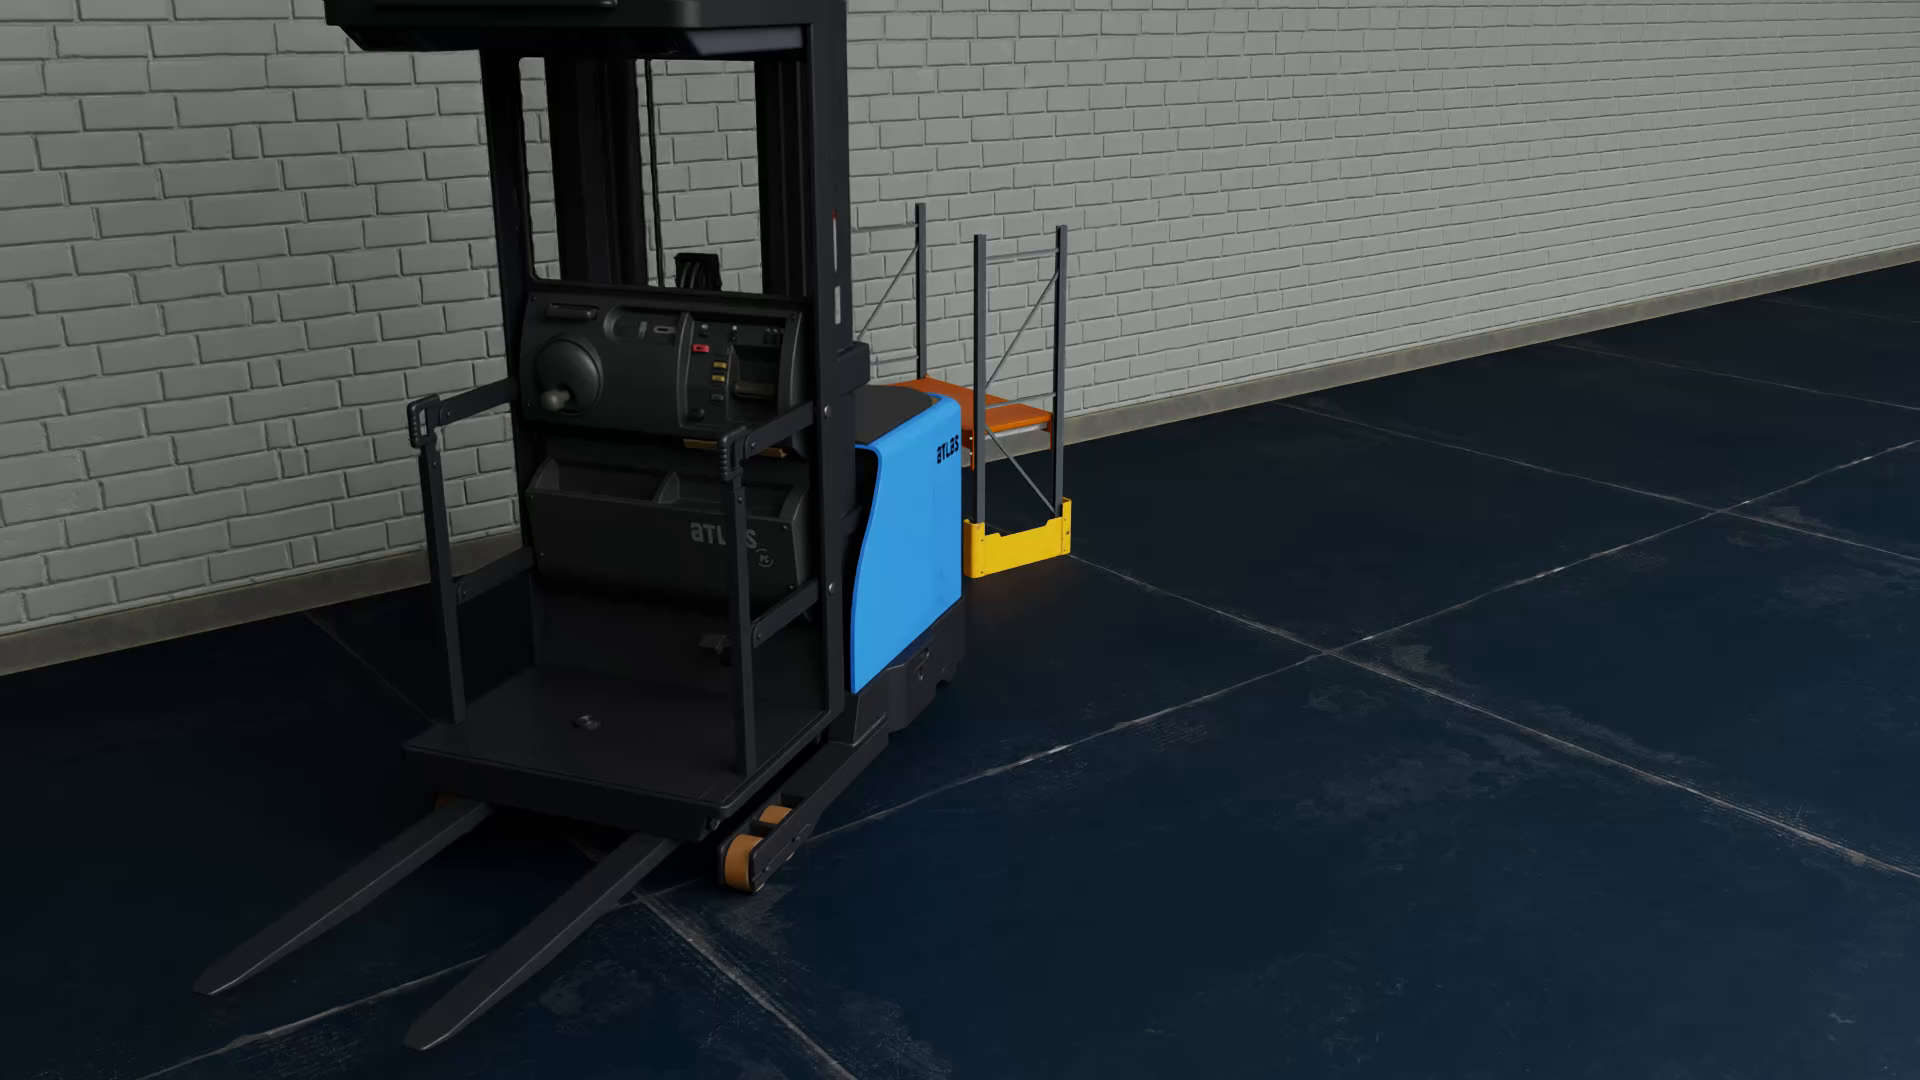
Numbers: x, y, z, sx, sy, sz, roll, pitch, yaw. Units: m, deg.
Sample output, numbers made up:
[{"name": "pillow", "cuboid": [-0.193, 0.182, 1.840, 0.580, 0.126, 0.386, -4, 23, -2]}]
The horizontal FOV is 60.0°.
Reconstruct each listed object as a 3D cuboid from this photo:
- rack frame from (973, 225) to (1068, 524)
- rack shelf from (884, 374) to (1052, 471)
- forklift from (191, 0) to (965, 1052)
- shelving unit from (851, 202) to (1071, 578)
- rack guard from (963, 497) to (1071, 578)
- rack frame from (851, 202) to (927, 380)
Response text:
[{"name": "rack frame", "cuboid": [0.263, -0.608, 7.312, 0.500, 1.500, 0.032, -14, 23, -36]}, {"name": "rack shelf", "cuboid": [-0.053, -0.562, 7.747, 0.538, 0.185, 1.000, -14, 23, -36]}, {"name": "forklift", "cuboid": [-0.976, -0.522, 4.778, 1.130, 2.935, 3.031, 7, 19, 20]}, {"name": "shelving unit", "cuboid": [-0.047, -0.731, 7.683, 0.587, 1.500, 1.083, -14, 23, -36]}, {"name": "rack guard", "cuboid": [0.262, -0.015, 7.509, 0.587, 0.250, 0.087, -14, 23, -36]}, {"name": "rack frame", "cuboid": [-0.369, -0.858, 8.069, 0.500, 1.500, 0.032, -14, 23, -36]}]
